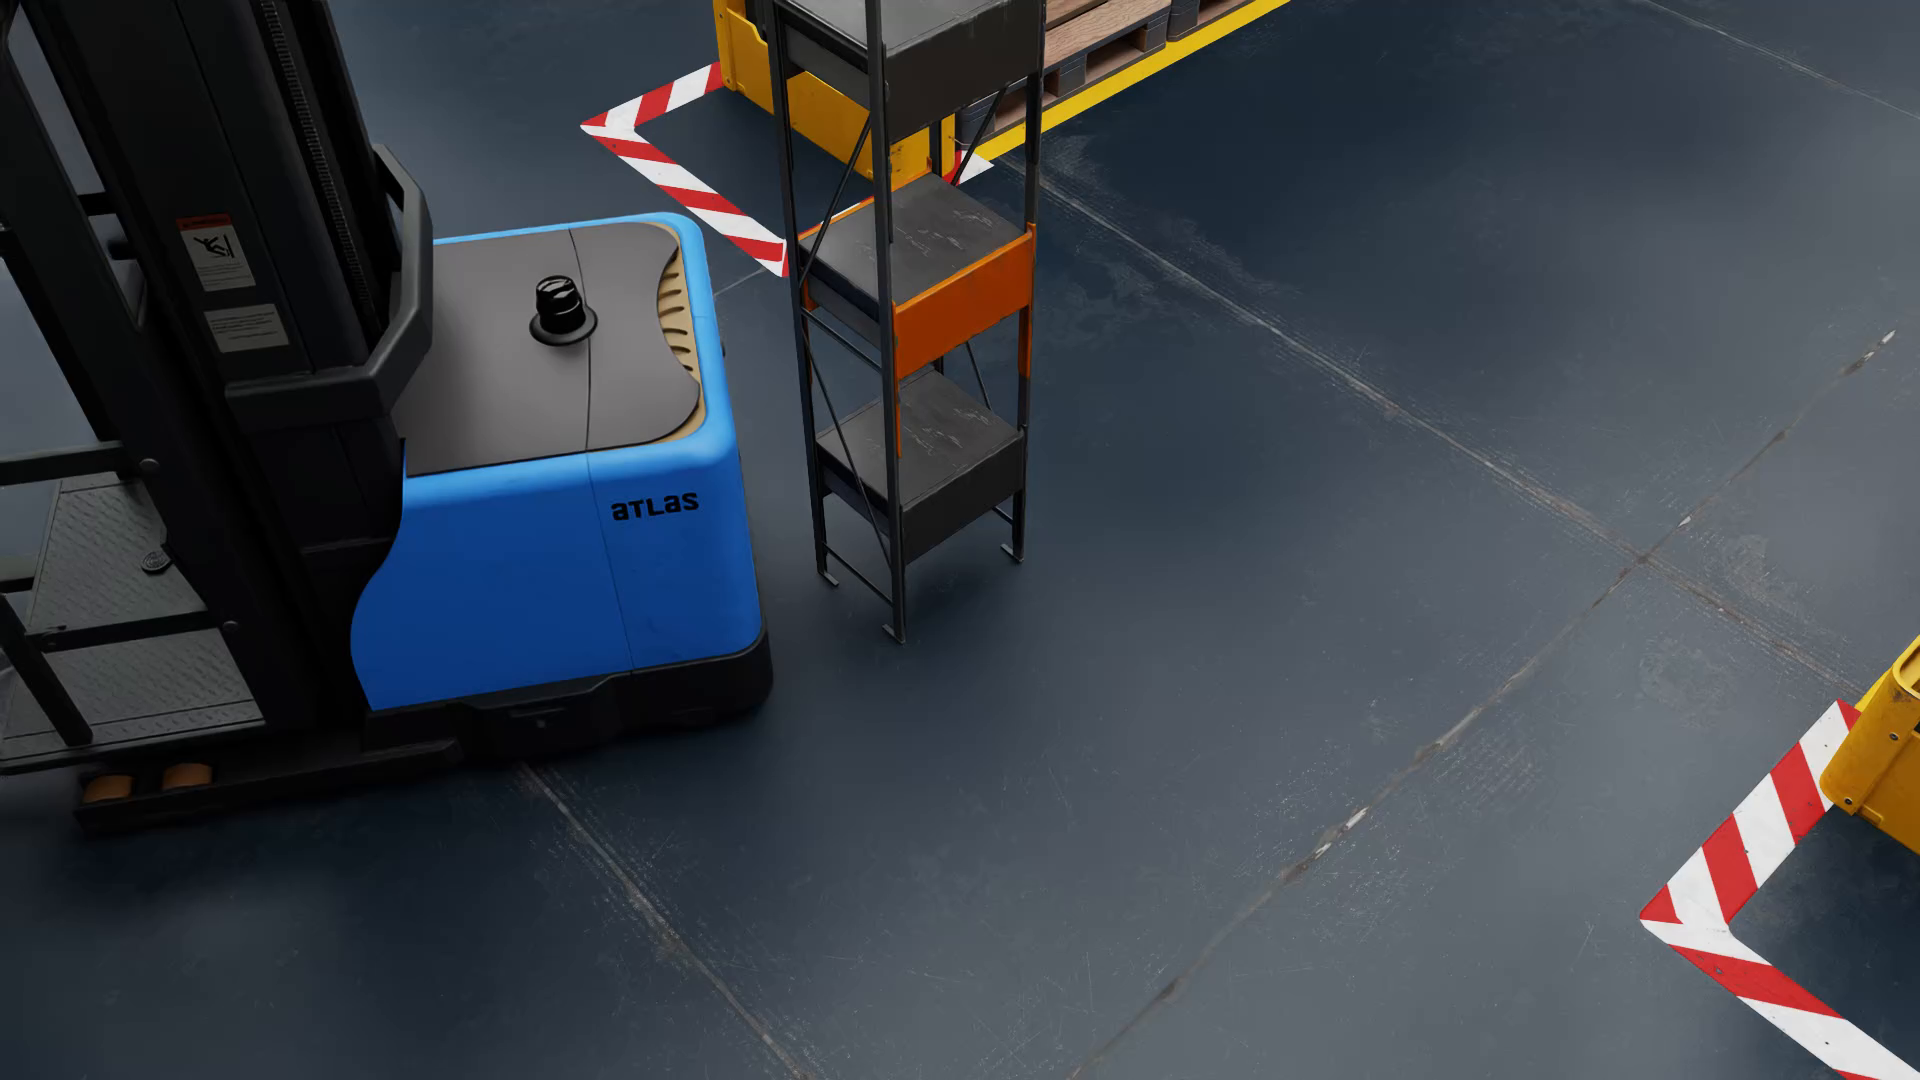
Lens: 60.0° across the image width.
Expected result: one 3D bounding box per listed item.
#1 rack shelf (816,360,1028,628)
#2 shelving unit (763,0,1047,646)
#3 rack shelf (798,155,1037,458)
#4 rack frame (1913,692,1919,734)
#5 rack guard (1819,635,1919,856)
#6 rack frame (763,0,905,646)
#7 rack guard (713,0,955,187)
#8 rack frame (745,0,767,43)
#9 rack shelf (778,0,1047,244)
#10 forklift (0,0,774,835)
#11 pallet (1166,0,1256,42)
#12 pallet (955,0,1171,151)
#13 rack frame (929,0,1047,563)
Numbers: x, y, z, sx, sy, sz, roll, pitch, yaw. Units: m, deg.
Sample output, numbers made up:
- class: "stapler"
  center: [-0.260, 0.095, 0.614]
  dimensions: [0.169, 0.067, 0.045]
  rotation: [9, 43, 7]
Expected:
- class: "rack shelf"
  center: [-0.122, -0.146, 4.927]
  dimensions: [0.480, 0.518, 0.431]
  rotation: [-34, 56, -27]
- class: "shelving unit"
  center: [-0.122, -0.630, 4.403]
  dimensions: [0.503, 2.100, 0.431]
  rotation: [-34, 56, -27]
- class: "rack shelf"
  center: [-0.122, -0.621, 4.413]
  dimensions: [0.480, 0.518, 0.431]
  rotation: [-34, 56, -27]
- class: "rack frame"
  center: [2.824, -0.060, 3.264]
  dimensions: [0.127, 3.000, 1.000]
  rotation: [-34, 56, -27]
- class: "rack guard"
  center: [2.880, 0.750, 4.218]
  dimensions: [0.348, 0.500, 1.175]
  rotation: [-34, 56, -27]
- class: "rack frame"
  center: [-0.303, -0.510, 4.291]
  dimensions: [0.015, 2.100, 0.400]
  rotation: [-34, 56, -27]
- class: "rack guard"
  center: [-0.514, -1.889, 6.653]
  dimensions: [0.348, 0.500, 1.175]
  rotation: [-34, 56, -27]
- class: "rack frame"
  center: [-0.505, -2.755, 5.751]
  dimensions: [0.127, 3.000, 1.000]
  rotation: [-34, 56, -27]
- class: "rack shelf"
  center: [-0.122, -1.096, 3.898]
  dimensions: [0.480, 0.518, 0.431]
  rotation: [-34, 56, -27]
- class: "forklift"
  center: [-2.106, -0.629, 3.836]
  dimensions: [3.031, 2.935, 1.130]
  rotation: [-9, 48, -8]
- class: "pallet"
  center: [1.033, -2.797, 7.687]
  dimensions: [1.213, 0.211, 1.003]
  rotation: [-34, 56, -27]
- class: "pallet"
  center: [0.131, -2.196, 7.133]
  dimensions: [1.213, 0.211, 1.003]
  rotation: [-34, 56, -27]
- class: "rack frame"
  center: [0.058, -0.751, 4.514]
  dimensions: [0.015, 2.100, 0.400]
  rotation: [-34, 56, -27]
